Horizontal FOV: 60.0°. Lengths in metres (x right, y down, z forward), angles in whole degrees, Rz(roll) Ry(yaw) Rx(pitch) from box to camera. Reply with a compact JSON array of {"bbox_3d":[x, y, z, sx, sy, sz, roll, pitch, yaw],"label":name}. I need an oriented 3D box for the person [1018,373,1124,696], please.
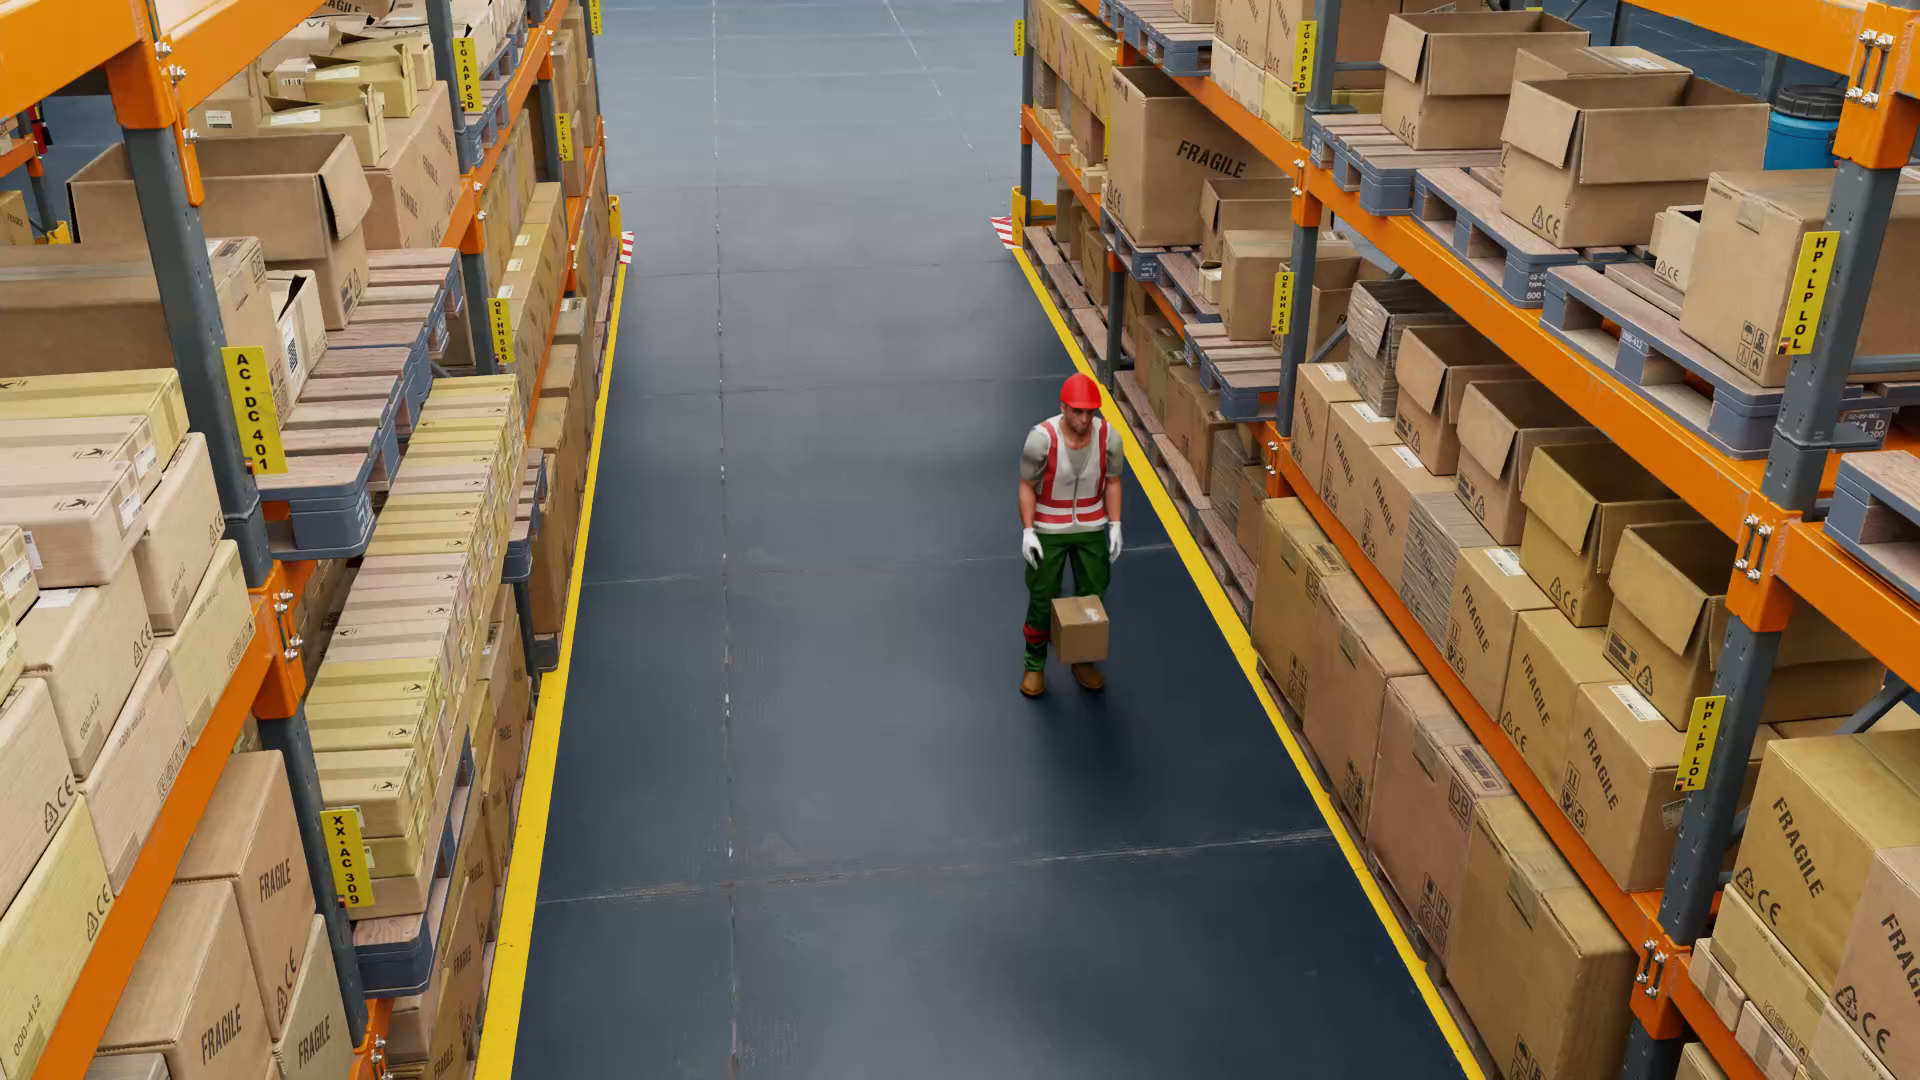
[{"bbox_3d":[0.576,-0.040,8.675,0.555,1.784,0.422,-5,27,-9],"label":"person"}]
